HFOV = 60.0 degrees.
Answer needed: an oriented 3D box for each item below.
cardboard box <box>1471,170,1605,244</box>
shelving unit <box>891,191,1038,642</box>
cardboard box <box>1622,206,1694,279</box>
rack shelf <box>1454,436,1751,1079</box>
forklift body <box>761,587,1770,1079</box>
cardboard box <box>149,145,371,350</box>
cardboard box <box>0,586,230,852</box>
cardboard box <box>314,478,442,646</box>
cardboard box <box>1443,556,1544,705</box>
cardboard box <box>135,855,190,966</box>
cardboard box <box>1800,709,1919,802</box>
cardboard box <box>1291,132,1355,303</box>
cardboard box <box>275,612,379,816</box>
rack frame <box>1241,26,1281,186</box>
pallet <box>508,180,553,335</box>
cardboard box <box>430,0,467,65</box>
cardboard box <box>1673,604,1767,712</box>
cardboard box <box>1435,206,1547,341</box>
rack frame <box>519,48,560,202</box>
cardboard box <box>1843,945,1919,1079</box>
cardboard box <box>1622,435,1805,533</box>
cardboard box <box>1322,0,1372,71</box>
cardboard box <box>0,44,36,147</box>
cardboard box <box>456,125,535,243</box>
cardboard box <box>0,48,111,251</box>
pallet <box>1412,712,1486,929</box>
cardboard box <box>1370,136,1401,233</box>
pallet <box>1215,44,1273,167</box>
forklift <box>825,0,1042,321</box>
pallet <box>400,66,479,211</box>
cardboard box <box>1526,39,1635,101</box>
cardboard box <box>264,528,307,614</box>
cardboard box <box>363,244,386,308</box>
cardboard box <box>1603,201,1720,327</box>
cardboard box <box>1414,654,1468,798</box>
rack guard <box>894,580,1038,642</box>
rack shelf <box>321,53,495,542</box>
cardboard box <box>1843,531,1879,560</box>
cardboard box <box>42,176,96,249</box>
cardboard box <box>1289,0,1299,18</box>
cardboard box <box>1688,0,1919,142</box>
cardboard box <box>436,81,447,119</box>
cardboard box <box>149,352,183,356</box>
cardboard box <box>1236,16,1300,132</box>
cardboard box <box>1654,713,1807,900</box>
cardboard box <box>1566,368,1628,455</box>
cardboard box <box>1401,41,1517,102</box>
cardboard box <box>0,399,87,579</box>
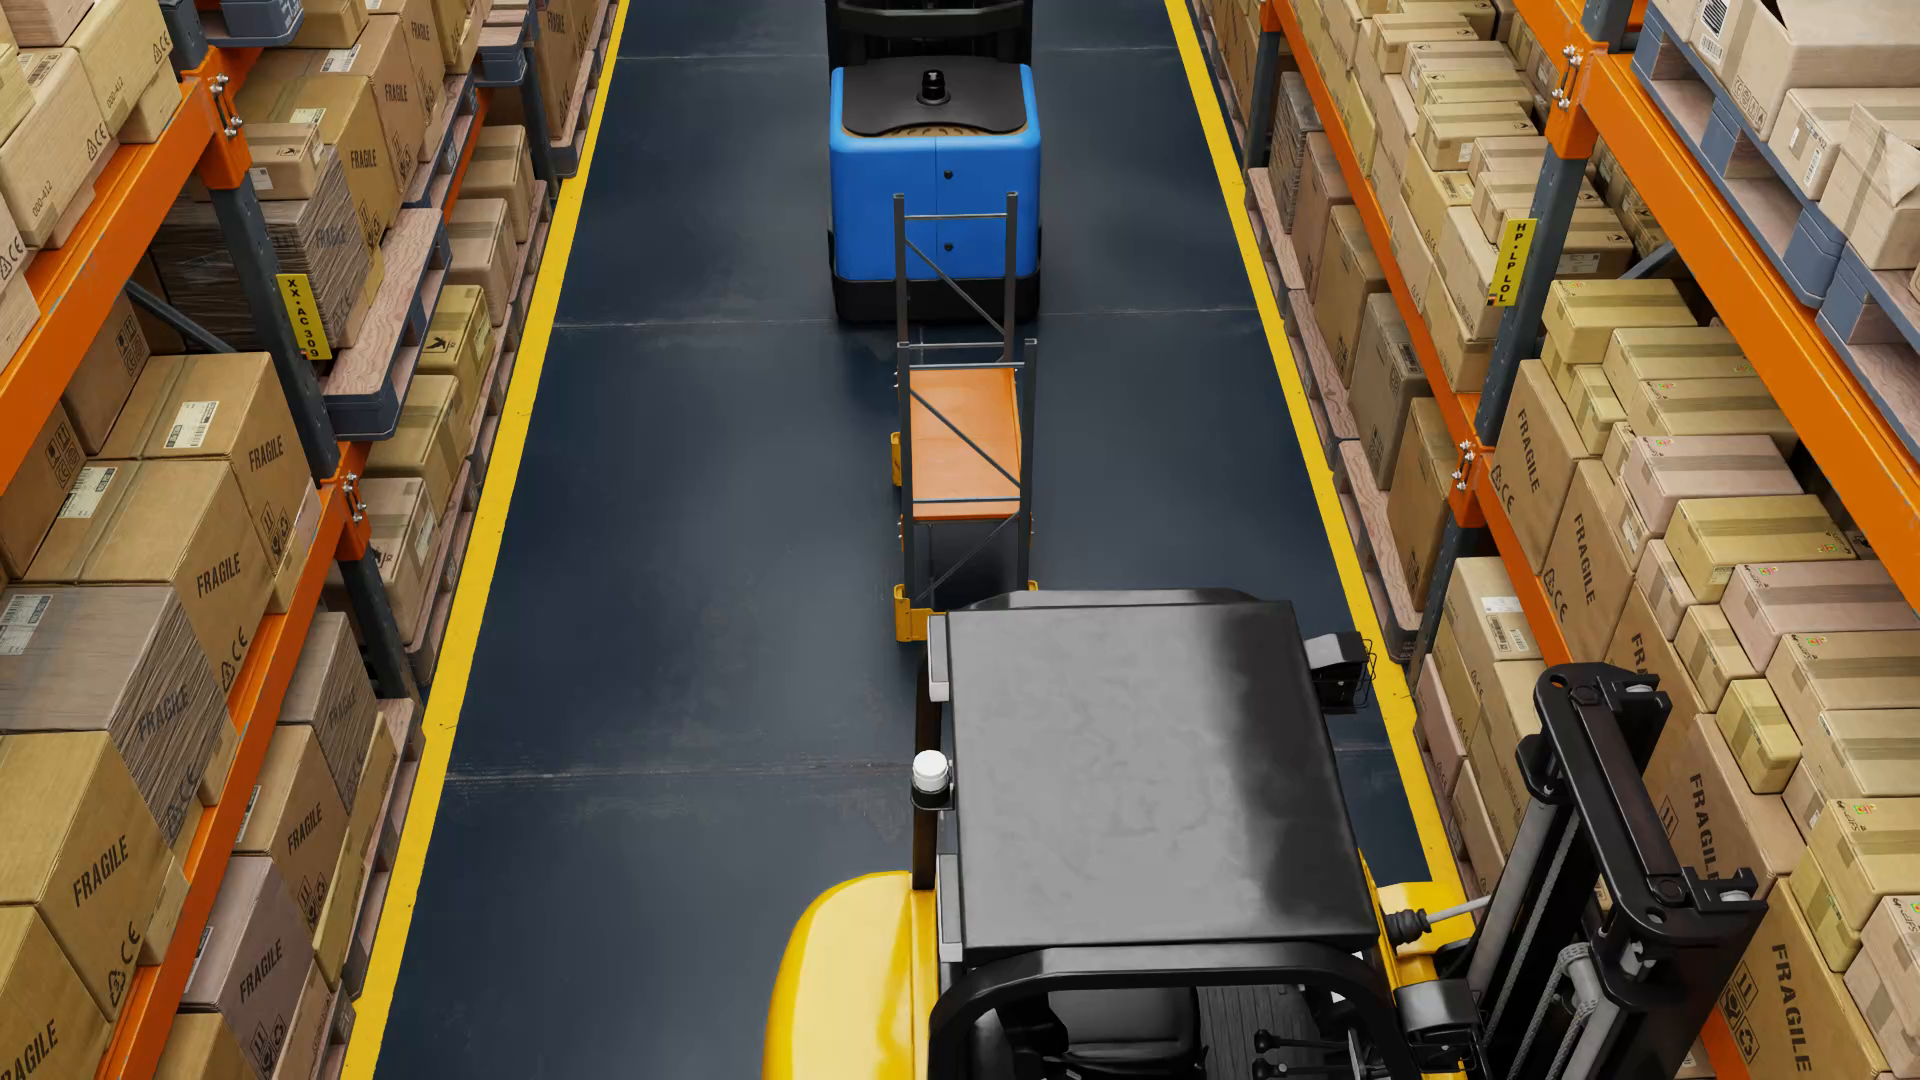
[{"bbox_3d":[2.054,-1.189,5.923,0.380,0.149,0.250,-2,43,-2],"label":"cardboard box"},{"bbox_3d":[0.003,-0.501,6.837,0.587,1.500,1.083,-2,43,-2],"label":"shelving unit"},{"bbox_3d":[2.519,-1.035,5.755,0.380,0.149,0.250,-3,43,-3],"label":"cardboard box"},{"bbox_3d":[2.404,1.100,4.512,1.077,0.370,4.000,-2,43,-2],"label":"rack shelf"},{"bbox_3d":[0.586,1.270,4.422,2.313,2.155,1.214,-2,43,-2],"label":"forklift body"},{"bbox_3d":[-2.373,-0.997,5.662,0.500,0.500,0.500,-1,43,-1],"label":"cardboard box"},{"bbox_3d":[-2.317,0.473,4.369,0.500,0.500,0.500,-1,43,-1],"label":"cardboard box"},{"bbox_3d":[-2.665,0.089,6.716,0.950,0.372,0.625,-1,43,-1],"label":"cardboard box"},{"bbox_3d":[2.026,0.310,5.825,0.500,0.250,0.500,-2,43,-2],"label":"cardboard box"},{"bbox_3d":[-2.247,0.962,4.316,0.380,0.149,0.250,-1,43,-1],"label":"cardboard box"},{"bbox_3d":[2.192,0.528,3.829,0.380,0.149,0.250,-1,43,-1],"label":"cardboard box"},{"bbox_3d":[2.198,-1.633,8.408,0.875,0.625,0.625,0,43,0],"label":"cardboard box"},{"bbox_3d":[-2.347,0.604,5.690,0.500,0.500,0.500,-2,43,-2],"label":"cardboard box"},{"bbox_3d":[2.149,-3.216,8.688,1.000,3.000,0.127,-2,43,-2],"label":"rack frame"},{"bbox_3d":[-2.778,-1.515,8.897,1.003,0.211,1.213,-2,43,-2],"label":"pallet"},{"bbox_3d":[-2.457,-2.384,7.176,0.500,0.500,0.500,-4,43,-5],"label":"cardboard box"},{"bbox_3d":[2.096,0.296,4.303,0.380,0.149,0.250,-3,43,-3],"label":"cardboard box"},{"bbox_3d":[2.043,-0.969,5.978,0.500,0.250,0.500,-2,43,-3],"label":"cardboard box"},{"bbox_3d":[-2.810,-3.071,8.530,1.000,3.000,0.127,-2,43,-2],"label":"rack frame"},{"bbox_3d":[2.146,0.988,3.548,0.380,0.149,0.250,-3,43,-3],"label":"cardboard box"},{"bbox_3d":[2.066,-0.155,4.574,0.380,0.149,0.250,-1,43,-1],"label":"cardboard box"},{"bbox_3d":[1.948,-2.346,7.481,0.500,0.250,0.500,-3,43,-3],"label":"cardboard box"},{"bbox_3d":[-2.257,-0.947,3.589,0.380,0.149,0.250,0,43,-1],"label":"cardboard box"},{"bbox_3d":[-2.796,-1.875,8.860,0.950,0.372,0.625,-4,43,-5],"label":"cardboard box"},{"bbox_3d":[-2.330,-0.899,3.832,0.500,0.250,0.500,-2,43,-2],"label":"cardboard box"},{"bbox_3d":[2.311,1.051,6.097,1.003,0.211,1.213,-2,43,-2],"label":"pallet"},{"bbox_3d":[2.019,-1.468,6.893,0.500,0.250,0.500,-1,43,-2],"label":"cardboard box"},{"bbox_3d":[2.155,-2.693,10.181,1.003,0.211,1.213,-2,43,-2],"label":"pallet"},{"bbox_3d":[-0.171,-3.182,8.702,1.130,2.935,3.031,-1,43,-2],"label":"forklift"},{"bbox_3d":[-2.685,-1.665,7.138,1.003,0.211,1.213,-2,43,-2],"label":"pallet"},{"bbox_3d":[2.517,-1.897,6.695,0.380,0.149,0.250,-2,43,-2],"label":"cardboard box"},{"bbox_3d":[-2.304,0.099,5.258,0.380,0.149,0.250,-1,43,-1],"label":"cardboard box"},{"bbox_3d":[-2.349,-0.984,6.128,0.380,0.149,0.250,-1,43,-1],"label":"cardboard box"},{"bbox_3d":[2.554,-0.994,6.006,0.500,0.250,0.500,-2,43,-2],"label":"cardboard box"},{"bbox_3d":[2.009,0.679,6.163,0.500,0.250,0.500,-1,43,-1],"label":"cardboard box"},{"bbox_3d":[0.024,0.296,6.892,0.587,0.250,0.087,-2,43,-2],"label":"rack guard"},{"bbox_3d":[-2.725,-1.455,7.300,1.077,0.370,4.000,-2,43,-2],"label":"rack shelf"},{"bbox_3d":[2.605,0.110,4.506,0.380,0.149,0.250,0,43,0],"label":"cardboard box"},{"bbox_3d":[-2.364,-0.834,4.056,0.380,0.149,0.250,-1,43,-1],"label":"cardboard box"},{"bbox_3d":[1.924,-2.854,8.404,0.500,0.250,0.500,-1,43,-2],"label":"cardboard box"},{"bbox_3d":[2.111,-1.211,3.963,0.500,0.311,0.500,-1,43,-1],"label":"cardboard box"},{"bbox_3d":[-2.416,-1.875,7.100,0.380,0.149,0.250,-3,43,-3],"label":"cardboard box"},{"bbox_3d":[-2.937,-0.772,5.897,0.380,0.149,0.250,-1,43,-1],"label":"cardboard box"},{"bbox_3d":[1.917,-2.728,9.696,0.500,0.500,0.500,-1,43,-1],"label":"cardboard box"},{"bbox_3d":[2.139,0.788,4.246,0.500,0.500,0.500,-1,43,-2],"label":"cardboard box"},{"bbox_3d":[2.082,-0.394,5.055,0.380,0.149,0.250,-1,43,-1],"label":"cardboard box"},{"bbox_3d":[1.999,-1.877,6.674,0.380,0.149,0.250,-1,43,-1],"label":"cardboard box"},{"bbox_3d":[-2.838,-0.237,4.404,0.700,0.500,0.500,-1,43,-2],"label":"cardboard box"}]
